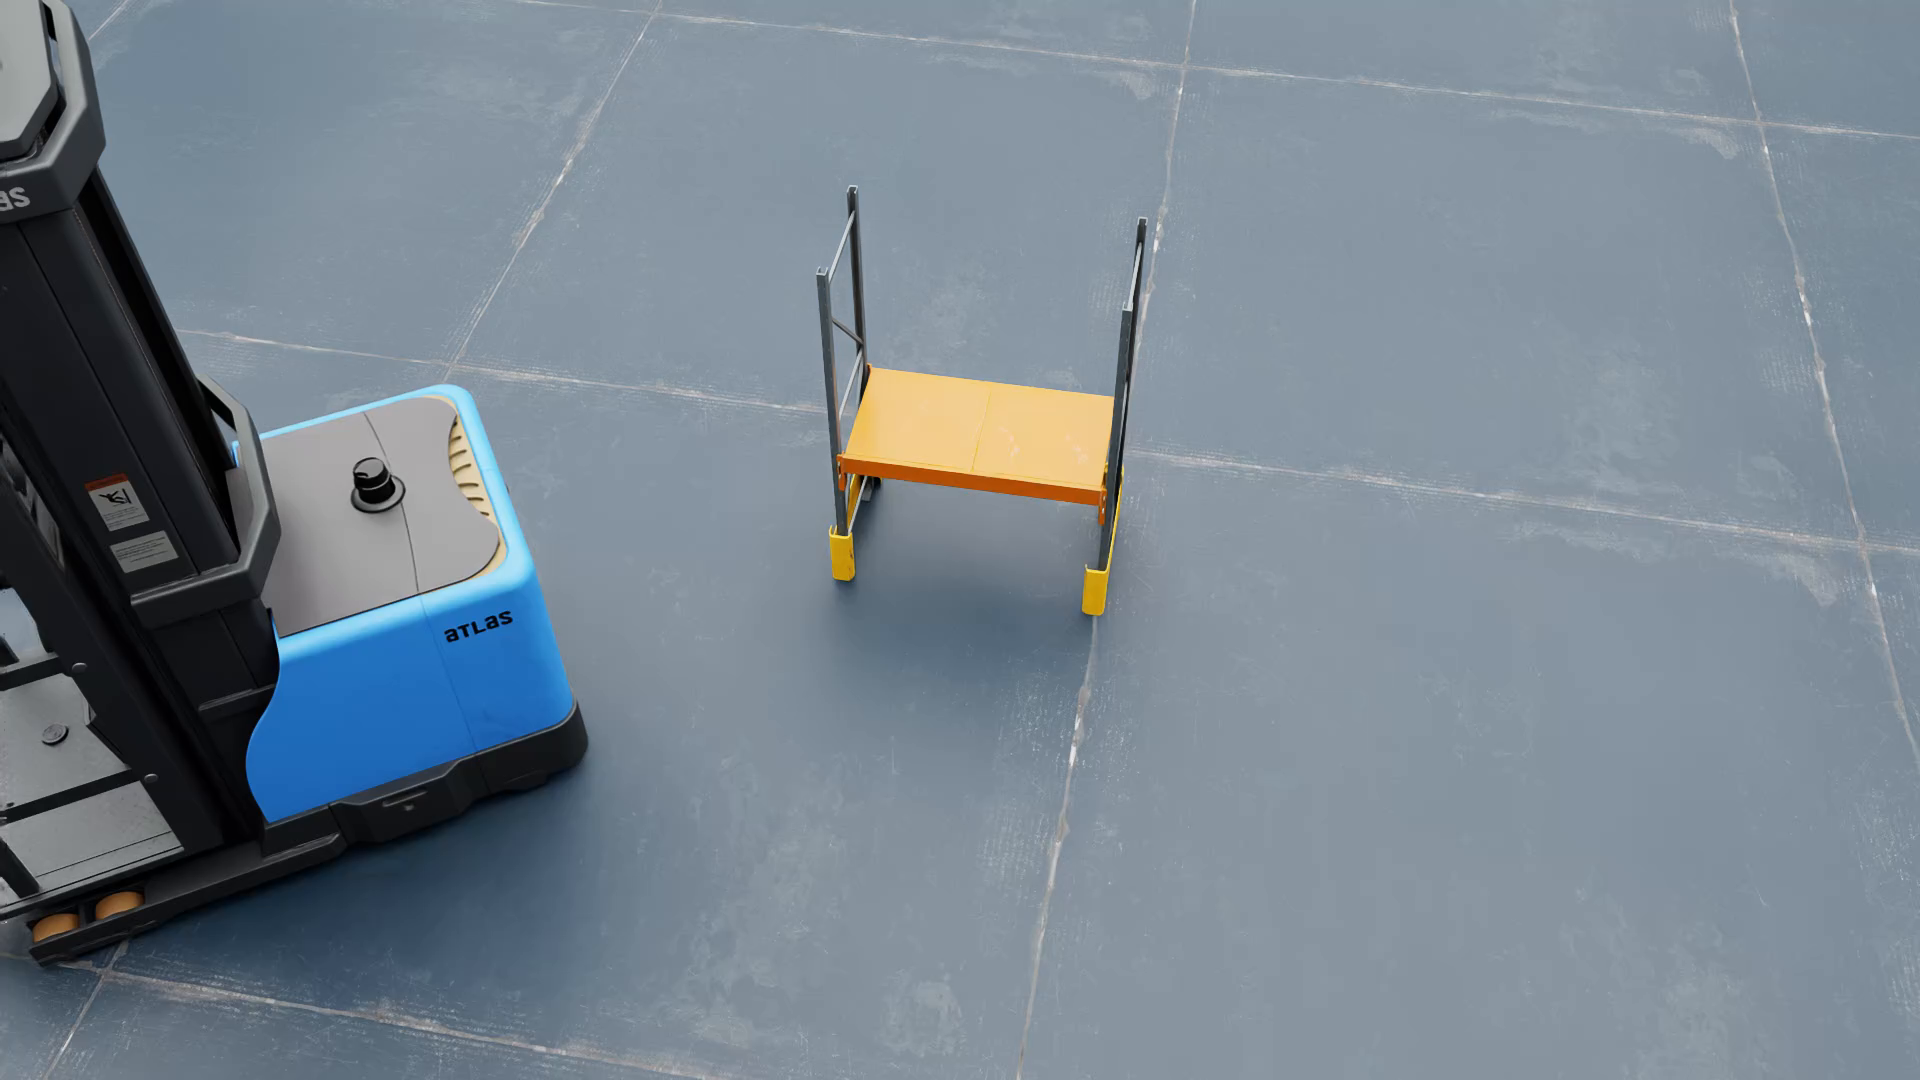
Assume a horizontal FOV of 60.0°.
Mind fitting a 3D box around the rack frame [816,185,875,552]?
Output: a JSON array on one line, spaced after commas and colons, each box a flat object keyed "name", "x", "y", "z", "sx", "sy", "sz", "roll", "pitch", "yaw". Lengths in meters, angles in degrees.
[{"name": "rack frame", "x": -0.416, "y": -0.557, "z": 6.214, "sx": 0.032, "sy": 1.500, "sz": 0.500, "roll": 8, "pitch": 49, "yaw": 7}]

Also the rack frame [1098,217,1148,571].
[{"name": "rack frame", "x": 0.584, "y": -0.423, "z": 6.094, "sx": 0.032, "sy": 1.500, "sz": 0.500, "roll": 8, "pitch": 49, "yaw": 7}]

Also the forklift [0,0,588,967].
[{"name": "forklift", "x": -2.896, "y": -0.048, "z": 4.795, "sx": 3.031, "sy": 2.935, "sz": 1.130, "roll": -19, "pitch": 51, "yaw": -16}]

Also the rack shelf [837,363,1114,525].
[{"name": "rack shelf", "x": 0.084, "y": -0.370, "z": 6.288, "sx": 1.000, "sy": 0.185, "sz": 0.538, "roll": 8, "pitch": 49, "yaw": 7}]

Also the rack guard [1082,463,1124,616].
[{"name": "rack guard", "x": 0.565, "y": -0.008, "z": 6.561, "sx": 0.087, "sy": 0.250, "sz": 0.587, "roll": 8, "pitch": 49, "yaw": 7}]

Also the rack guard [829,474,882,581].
[{"name": "rack guard", "x": -0.415, "y": -0.139, "z": 6.679, "sx": 0.087, "sy": 0.250, "sz": 0.587, "roll": 8, "pitch": 49, "yaw": 7}]

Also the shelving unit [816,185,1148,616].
[{"name": "shelving unit", "x": 0.075, "y": -0.491, "z": 6.155, "sx": 1.083, "sy": 1.500, "sz": 0.587, "roll": 8, "pitch": 49, "yaw": 7}]
